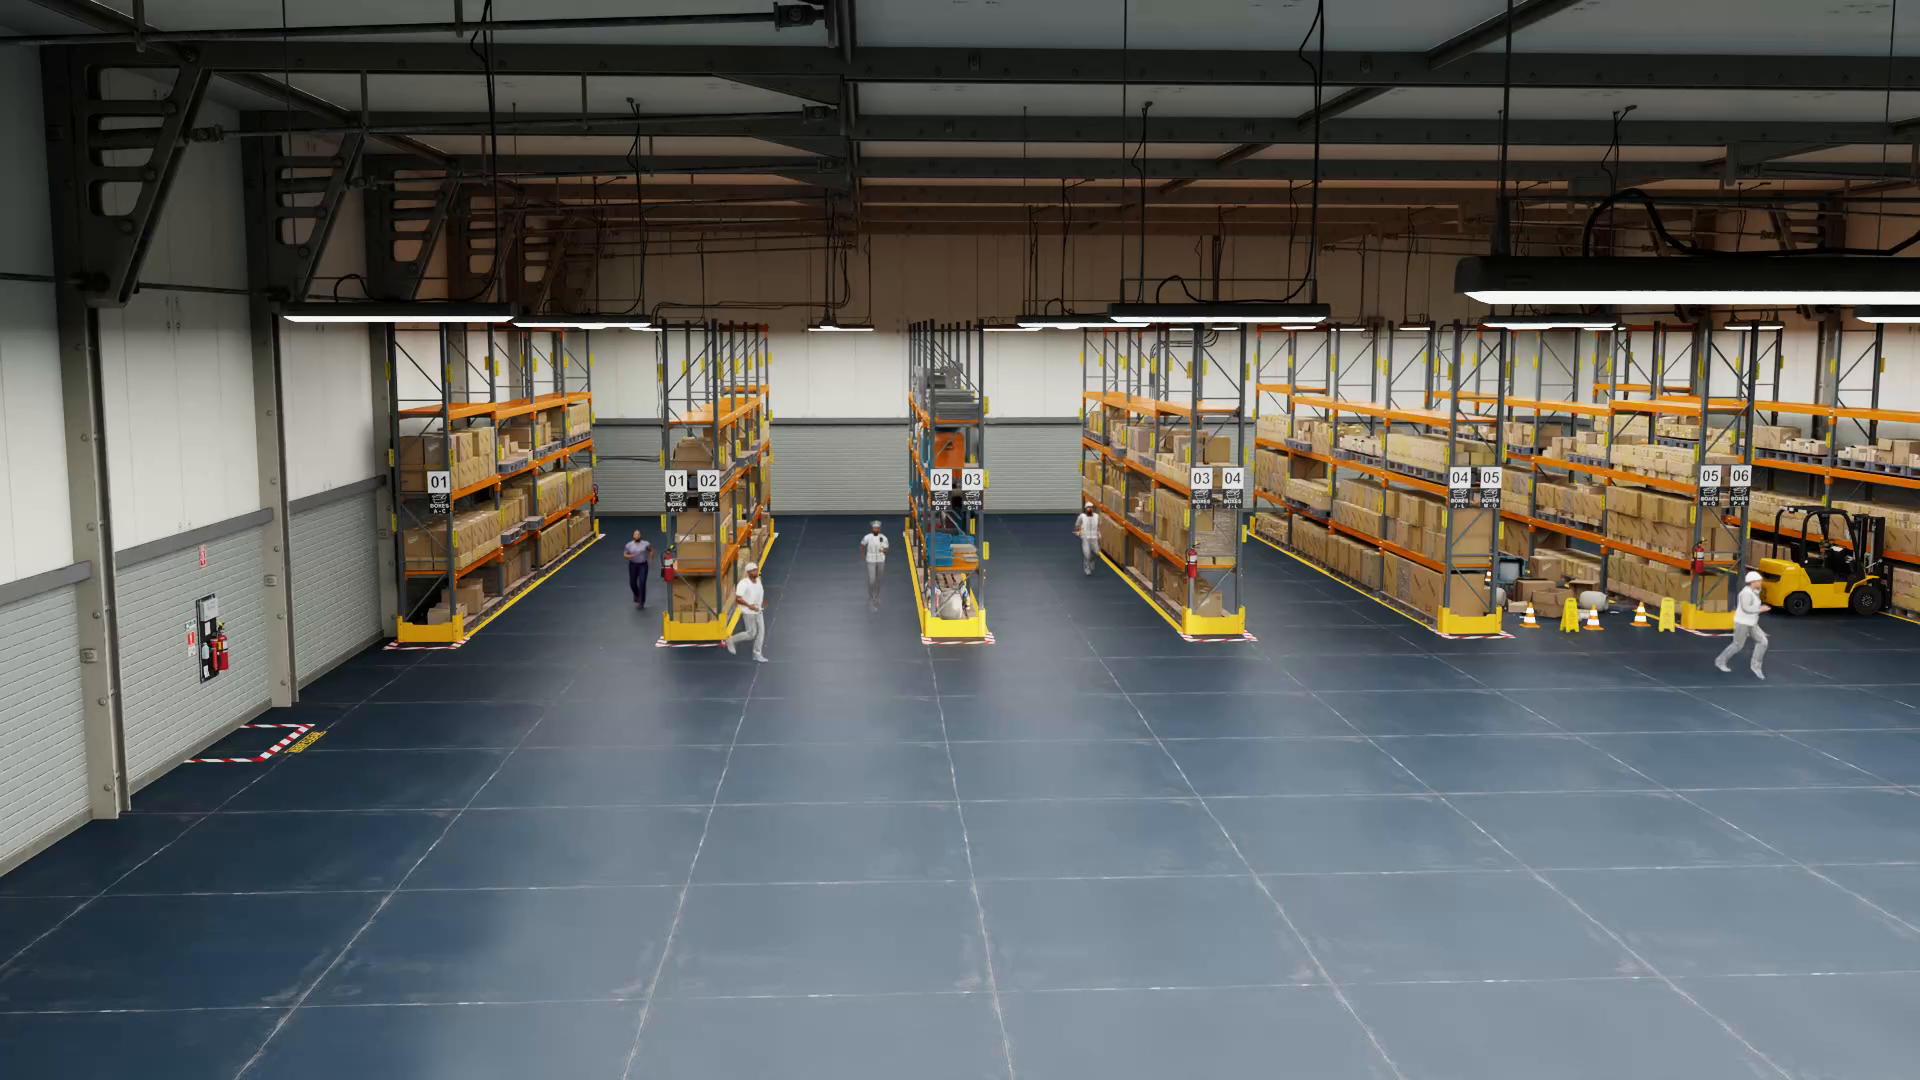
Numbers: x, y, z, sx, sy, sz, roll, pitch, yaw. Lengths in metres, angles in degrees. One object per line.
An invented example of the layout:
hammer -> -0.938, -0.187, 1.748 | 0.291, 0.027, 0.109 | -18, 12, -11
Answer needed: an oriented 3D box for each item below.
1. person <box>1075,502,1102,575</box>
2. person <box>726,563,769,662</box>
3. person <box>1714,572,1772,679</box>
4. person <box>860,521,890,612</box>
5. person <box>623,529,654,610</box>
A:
person -> 3.093, -0.035, 39.649 | 0.675, 1.735, 0.610 | -1, 7, -8
person -> -3.707, 1.261, 29.289 | 0.793, 1.755, 0.706 | 4, 8, 28
person -> 13.141, 1.418, 27.881 | 0.853, 1.816, 0.678 | 6, 9, 40
person -> -1.687, 0.508, 33.293 | 0.543, 1.813, 0.709 | -2, 7, -14
person -> -6.742, 0.596, 34.869 | 0.607, 1.620, 0.941 | 0, 7, -3
